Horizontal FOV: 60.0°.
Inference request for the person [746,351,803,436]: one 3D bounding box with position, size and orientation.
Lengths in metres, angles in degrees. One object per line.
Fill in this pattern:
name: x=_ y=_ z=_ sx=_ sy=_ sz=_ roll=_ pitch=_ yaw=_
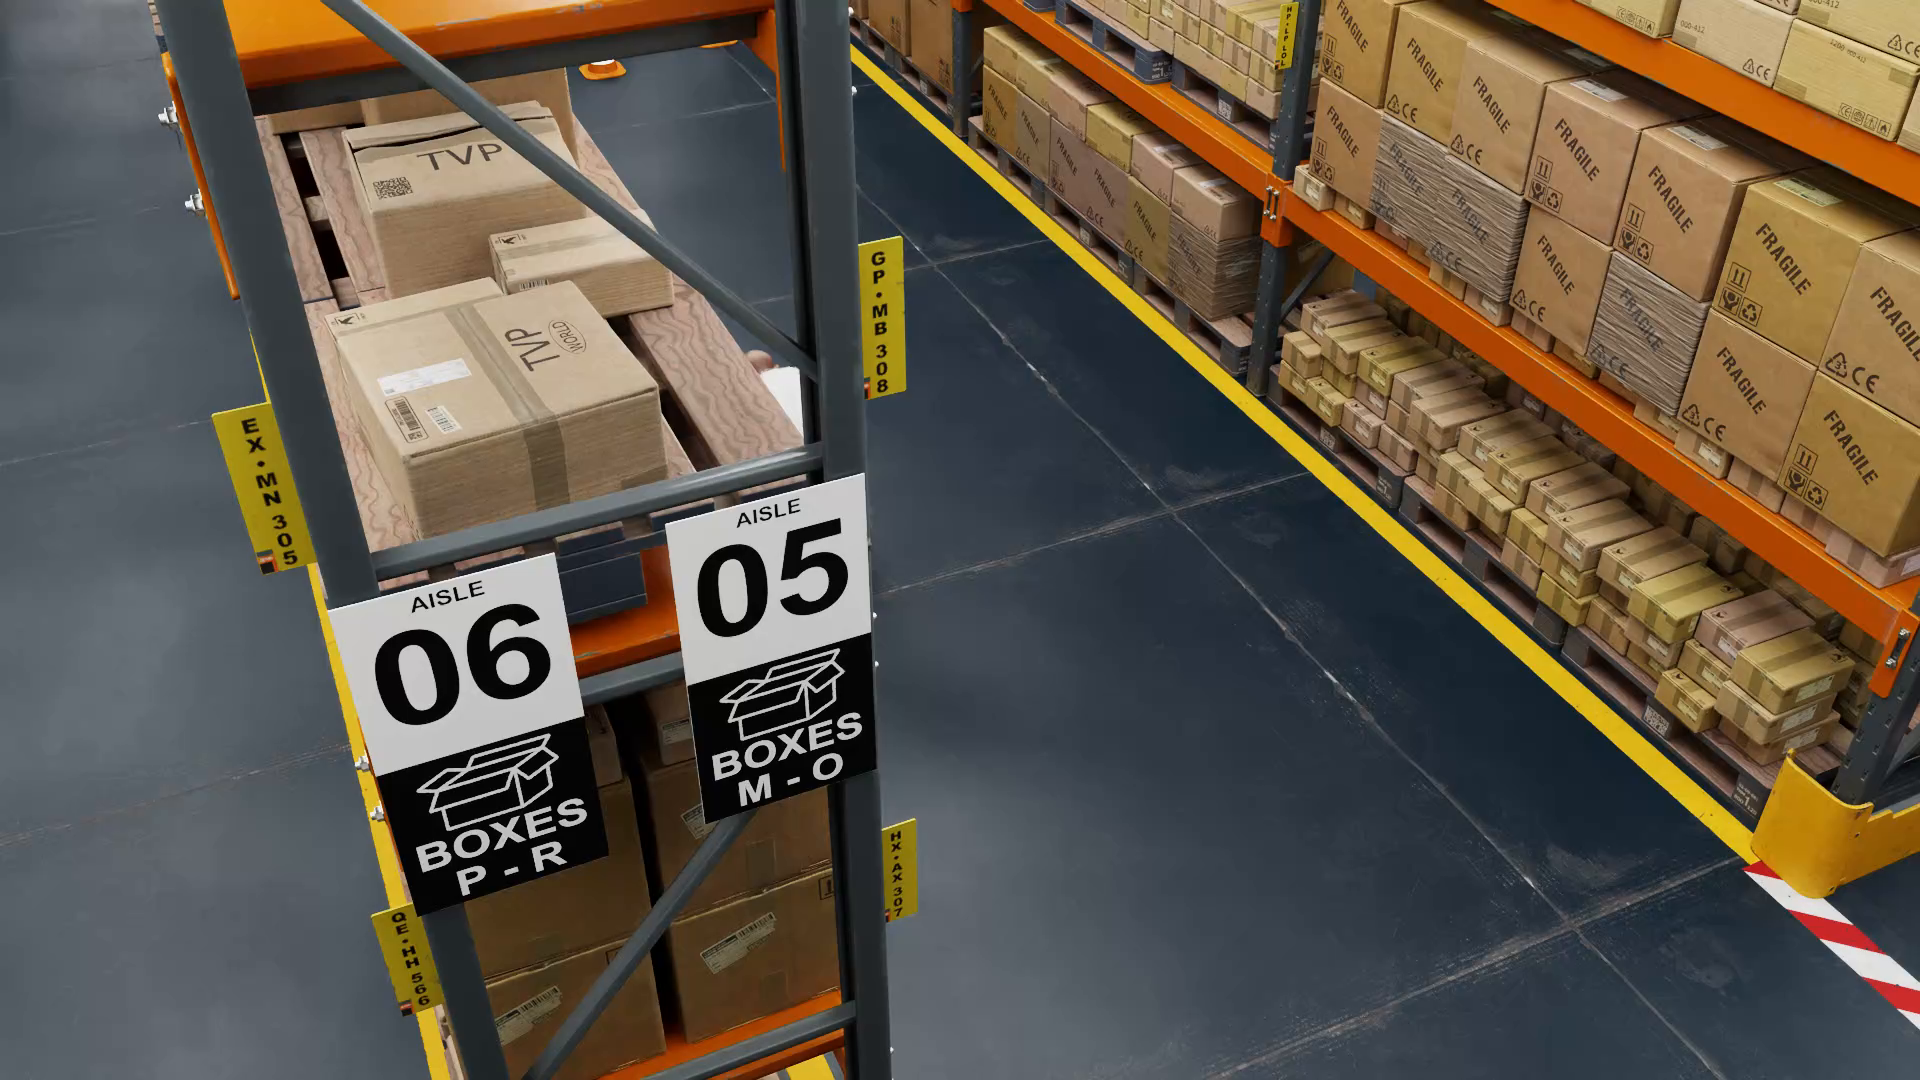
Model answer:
person: x=-0.816 y=-0.438 z=8.275 sx=0.582 sy=0.835 sz=0.949 roll=-17 pitch=40 yaw=-21
